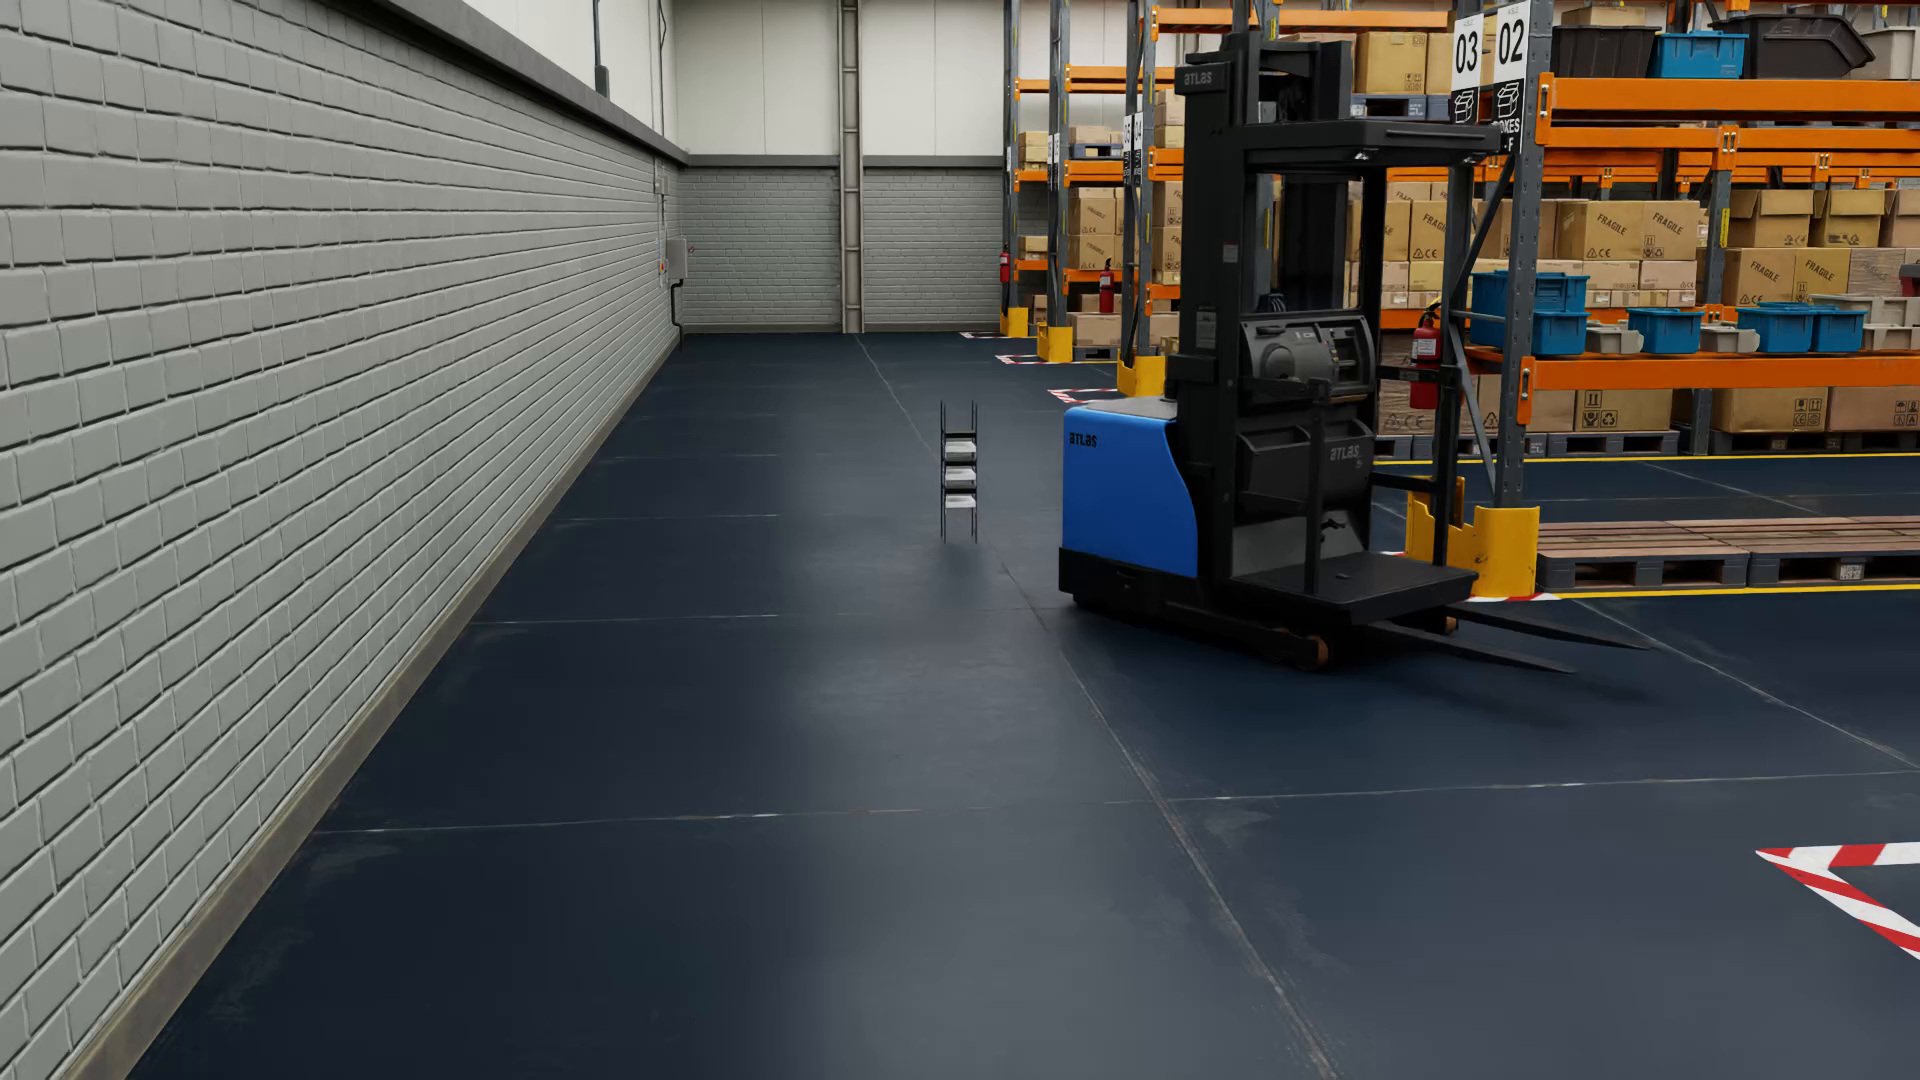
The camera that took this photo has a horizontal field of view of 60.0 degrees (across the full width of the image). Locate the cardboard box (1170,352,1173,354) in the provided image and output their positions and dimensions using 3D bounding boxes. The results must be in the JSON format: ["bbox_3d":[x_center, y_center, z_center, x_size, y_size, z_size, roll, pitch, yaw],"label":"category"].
[{"bbox_3d":[2.589,-2.086,19.235,0.250,0.149,0.380,-1,11,-4],"label":"cardboard box"}]

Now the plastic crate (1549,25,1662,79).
[{"bbox_3d":[3.423,-2.631,9.036,0.590,0.269,0.497,-1,11,-6],"label":"plastic crate"}]

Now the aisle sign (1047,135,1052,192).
[{"bbox_3d":[1.300,-5.452,24.086,0.004,0.787,0.394,-1,11,-6],"label":"aisle sign"}]

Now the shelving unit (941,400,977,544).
[{"bbox_3d":[-0.008,-0.441,10.780,0.210,0.900,0.258,-1,11,-6],"label":"shelving unit"}]

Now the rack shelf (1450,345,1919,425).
[{"bbox_3d":[4.999,-0.957,9.825,4.000,0.370,1.077,-1,11,-6],"label":"rack shelf"}]

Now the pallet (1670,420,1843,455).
[{"bbox_3d":[7.211,-0.964,15.223,1.213,0.211,1.003,-1,11,-6],"label":"pallet"}]

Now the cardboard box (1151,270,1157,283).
[{"bbox_3d":[2.334,-3.109,19.559,0.250,0.149,0.380,-1,11,-6],"label":"cardboard box"}]

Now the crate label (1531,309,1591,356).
[{"bbox_3d":[3.291,-1.158,9.259,0.303,0.233,0.416,-1,11,-6],"label":"crate label"}]

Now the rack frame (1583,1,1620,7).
[{"bbox_3d":[9.358,-7.229,24.311,0.127,3.000,1.000,-1,11,-6],"label":"rack frame"}]

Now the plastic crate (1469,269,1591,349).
[{"bbox_3d":[3.323,-1.358,9.752,0.499,0.435,0.616,-1,11,-6],"label":"plastic crate"}]

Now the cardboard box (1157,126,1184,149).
[{"bbox_3d":[2.514,-4.530,18.747,0.500,0.250,0.500,-1,11,-4],"label":"cardboard box"}]

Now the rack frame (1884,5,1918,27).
[{"bbox_3d":[16.772,-8.347,30.000,0.127,3.000,1.000,-1,11,-6],"label":"rack frame"}]

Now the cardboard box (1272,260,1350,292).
[{"bbox_3d":[2.982,-2.249,14.148,0.500,0.250,0.500,-2,11,-8],"label":"cardboard box"}]

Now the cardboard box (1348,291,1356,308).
[{"bbox_3d":[3.373,-2.050,14.171,0.250,0.149,0.380,-1,11,-7],"label":"cardboard box"}]

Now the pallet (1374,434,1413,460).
[{"bbox_3d":[3.262,-0.882,14.805,1.213,0.211,1.003,-1,11,-6],"label":"pallet"}]

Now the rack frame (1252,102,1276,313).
[{"bbox_3d":[2.475,-2.218,14.375,0.127,3.000,1.000,-1,11,-6],"label":"rack frame"}]

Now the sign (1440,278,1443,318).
[{"bbox_3d":[2.935,-1.454,10.063,0.005,0.325,0.100,-1,11,-6],"label":"sign"}]

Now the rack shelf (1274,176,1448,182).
[{"bbox_3d":[6.830,-6.314,29.299,4.000,0.370,1.077,-1,11,-6],"label":"rack shelf"}]

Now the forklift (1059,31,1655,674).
[{"bbox_3d":[1.853,-0.936,8.029,1.130,2.935,3.031,-9,14,-38],"label":"forklift"}]

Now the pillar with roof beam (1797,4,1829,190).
[{"bbox_3d":[16.447,-7.680,26.606,0.400,9.000,9.100,-1,11,-6],"label":"pillar with roof beam"}]

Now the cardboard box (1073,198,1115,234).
[{"bbox_3d":[1.913,-4.614,23.709,0.500,0.500,0.500,-1,11,-7],"label":"cardboard box"}]

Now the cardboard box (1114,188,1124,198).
[{"bbox_3d":[2.312,-4.933,23.654,0.250,0.149,0.380,-1,11,-4],"label":"cardboard box"}]

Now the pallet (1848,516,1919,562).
[{"bbox_3d":[6.260,0.039,10.121,1.213,0.211,1.003,-1,11,-6],"label":"pallet"}]

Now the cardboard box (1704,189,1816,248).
[{"bbox_3d":[7.086,-2.858,14.768,0.637,0.503,0.797,-1,11,-8],"label":"cardboard box"}]

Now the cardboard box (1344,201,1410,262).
[{"bbox_3d":[3.479,-2.627,14.129,0.500,0.500,0.500,-1,11,-7],"label":"cardboard box"}]

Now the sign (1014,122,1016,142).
[{"bbox_3d":[0.924,-6.867,27.981,0.005,0.325,0.100,-1,11,-6],"label":"sign"}]

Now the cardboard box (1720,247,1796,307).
[{"bbox_3d":[6.936,-2.312,14.594,0.500,0.500,0.500,-1,11,-6],"label":"cardboard box"}]

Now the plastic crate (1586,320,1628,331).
[{"bbox_3d":[3.801,-1.220,9.826,0.243,0.136,0.396,-1,11,-6],"label":"plastic crate"}]

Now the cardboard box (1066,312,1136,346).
[{"bbox_3d":[2.050,-3.100,24.416,0.875,0.438,0.875,-2,11,-8],"label":"cardboard box"}]

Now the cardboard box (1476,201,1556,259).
[{"bbox_3d":[4.941,-2.760,14.807,0.500,0.500,0.500,-2,11,-8],"label":"cardboard box"}]

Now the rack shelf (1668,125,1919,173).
[{"bbox_3d":[8.440,-3.462,14.791,4.000,0.370,1.077,-1,11,-6],"label":"rack shelf"}]

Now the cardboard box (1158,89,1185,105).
[{"bbox_3d":[2.387,-4.974,18.675,0.250,0.149,0.380,-1,11,-7],"label":"cardboard box"}]

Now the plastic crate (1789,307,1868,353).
[{"bbox_3d":[4.899,-1.191,9.430,0.300,0.233,0.416,-1,11,-6],"label":"plastic crate"}]

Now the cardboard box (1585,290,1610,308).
[{"bbox_3d":[5.417,-2.093,14.389,0.250,0.149,0.380,-1,11,-5],"label":"cardboard box"}]

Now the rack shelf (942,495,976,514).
[{"bbox_3d":[-0.008,-0.232,10.822,0.200,0.077,0.258,-1,11,-6],"label":"rack shelf"}]

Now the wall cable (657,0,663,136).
[{"bbox_3d":[-4.298,-7.034,23.320,0.029,3.000,2.355,-1,11,-6],"label":"wall cable"}]

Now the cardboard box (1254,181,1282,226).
[{"bbox_3d":[3.536,-3.834,18.971,0.500,0.500,0.500,-1,11,-7],"label":"cardboard box"}]

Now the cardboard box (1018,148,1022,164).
[{"bbox_3d":[1.278,-6.676,28.893,0.500,0.250,0.500,-1,11,-7],"label":"cardboard box"}]

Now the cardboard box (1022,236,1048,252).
[{"bbox_3d":[1.346,-5.101,28.655,0.500,0.250,0.500,-1,11,-6],"label":"cardboard box"}]

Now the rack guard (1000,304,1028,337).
[{"bbox_3d":[0.941,-3.846,29.133,0.348,0.500,1.175,-1,11,-6],"label":"rack guard"}]

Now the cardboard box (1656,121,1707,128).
[{"bbox_3d":[8.460,-4.776,19.350,0.500,0.500,0.500,-1,11,-6],"label":"cardboard box"}]

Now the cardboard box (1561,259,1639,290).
[{"bbox_3d":[5.527,-2.303,14.425,0.500,0.250,0.500,-1,11,-4],"label":"cardboard box"}]

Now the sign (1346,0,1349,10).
[{"bbox_3d":[5.417,-7.575,23.238,0.005,0.325,0.100,-1,11,-6],"label":"sign"}]

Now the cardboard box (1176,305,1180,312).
[{"bbox_3d":[4.160,-4.072,29.687,0.500,0.311,0.500,-1,11,-4],"label":"cardboard box"}]

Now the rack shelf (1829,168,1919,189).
[{"bbox_3d":[15.323,-5.529,25.306,4.000,0.370,1.077,-1,11,-6],"label":"rack shelf"}]

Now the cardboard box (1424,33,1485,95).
[{"bbox_3d":[4.068,-4.024,14.177,0.500,0.500,0.700,-2,11,-10],"label":"cardboard box"}]

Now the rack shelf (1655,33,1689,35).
[{"bbox_3d":[8.005,-5.691,19.389,4.000,0.370,1.077,-1,11,-6],"label":"rack shelf"}]

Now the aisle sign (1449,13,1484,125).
[{"bbox_3d":[2.907,-2.599,9.571,0.004,0.787,0.394,-1,11,-6],"label":"aisle sign"}]

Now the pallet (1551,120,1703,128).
[{"bbox_3d":[5.637,-3.715,14.442,1.213,0.211,1.003,-1,11,-6],"label":"pallet"}]

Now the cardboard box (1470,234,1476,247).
[{"bbox_3d":[7.372,-4.361,24.369,0.500,0.250,0.500,-2,11,-8],"label":"cardboard box"}]

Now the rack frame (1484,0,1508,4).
[{"bbox_3d":[6.017,-6.198,19.069,0.127,3.000,1.000,-1,11,-6],"label":"rack frame"}]

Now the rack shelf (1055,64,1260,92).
[{"bbox_3d":[3.393,-6.555,23.783,4.000,0.370,1.077,-1,11,-6],"label":"rack shelf"}]

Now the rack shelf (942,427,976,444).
[{"bbox_3d":[-0.008,-0.674,10.735,0.200,0.077,0.258,-1,11,-6],"label":"rack shelf"}]

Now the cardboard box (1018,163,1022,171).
[{"bbox_3d":[1.159,-6.470,28.878,0.250,0.149,0.380,-1,11,-5],"label":"cardboard box"}]
